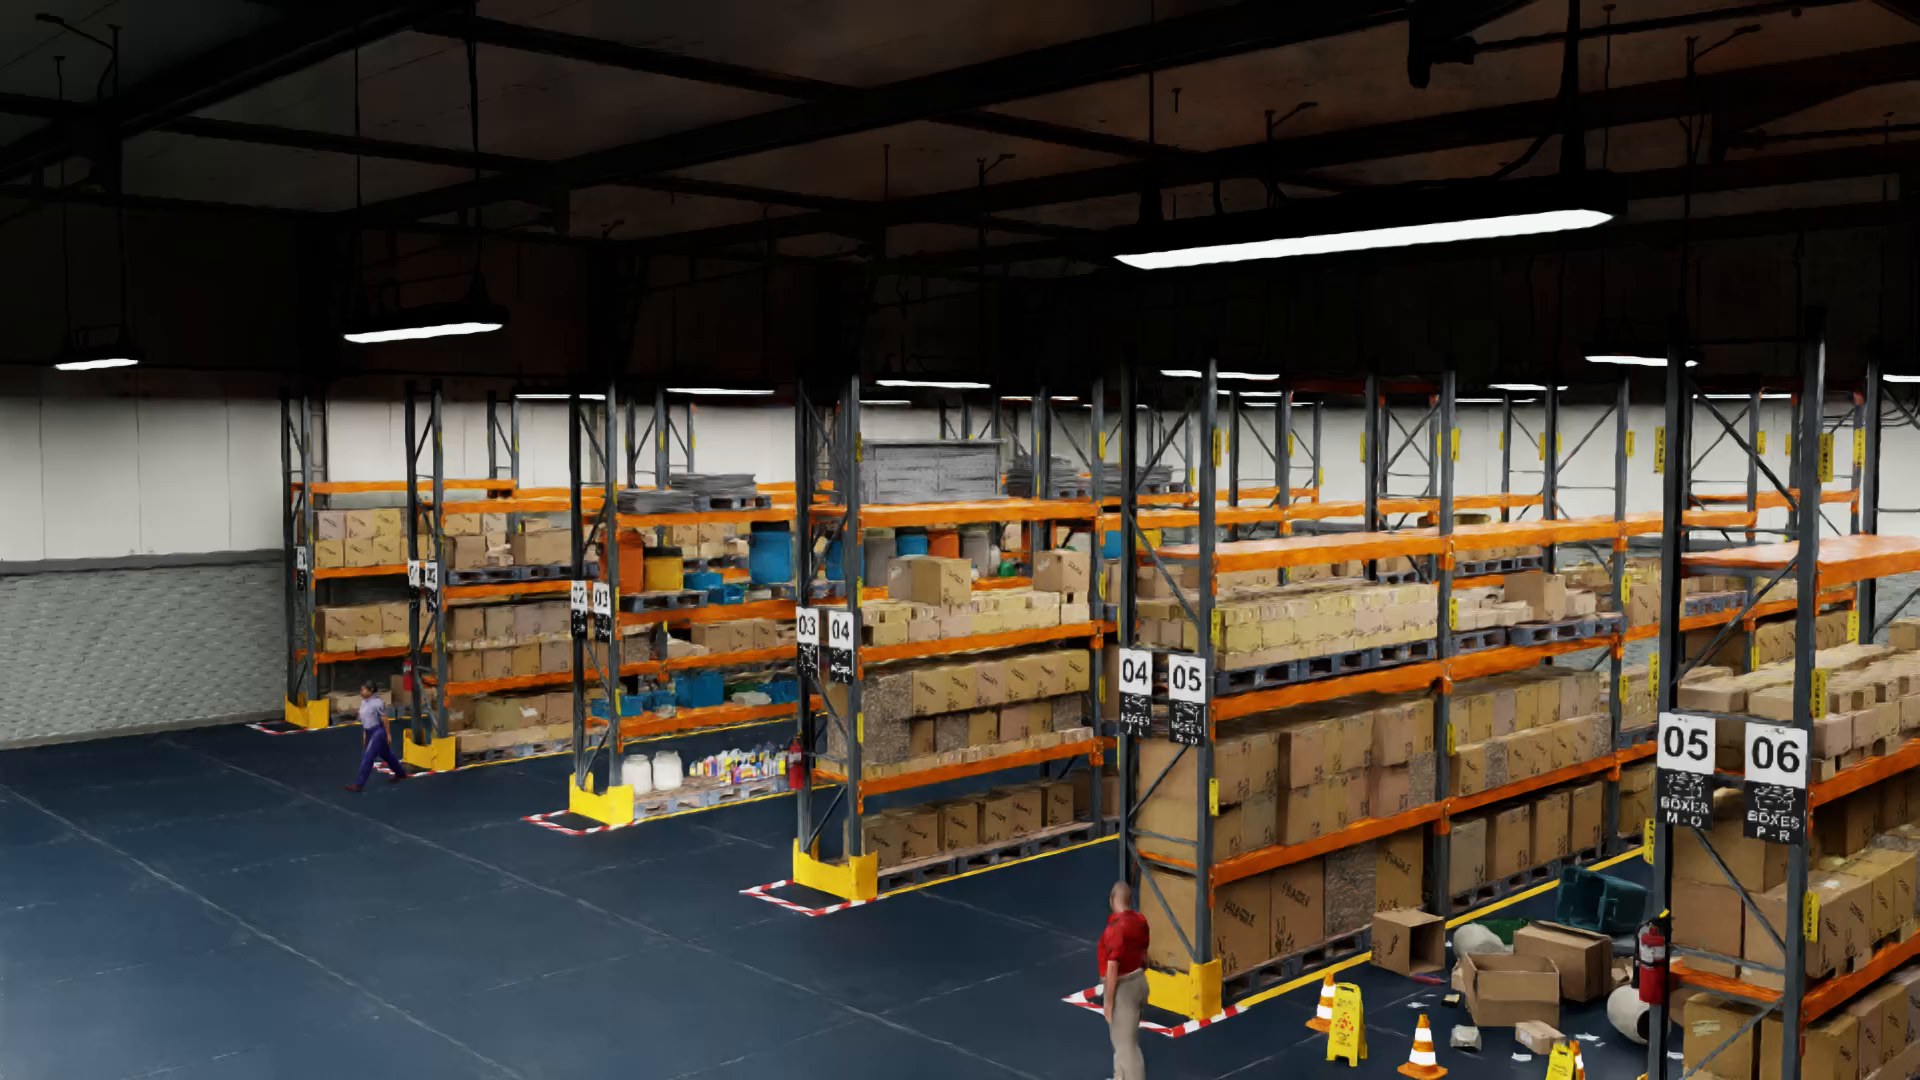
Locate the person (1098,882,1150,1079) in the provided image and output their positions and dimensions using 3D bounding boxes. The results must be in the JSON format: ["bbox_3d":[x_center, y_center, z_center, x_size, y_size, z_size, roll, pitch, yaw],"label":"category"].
[{"bbox_3d":[1.250,3.488,12.765,0.549,1.719,0.659,2,4,31],"label":"person"}]

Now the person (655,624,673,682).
[{"bbox_3d":[-5.741,2.338,32.255,0.411,1.506,0.957,3,5,38],"label":"person"}]

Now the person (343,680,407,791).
[{"bbox_3d":[-8.560,2.815,24.254,0.482,1.565,1.090,4,5,45],"label":"person"}]
